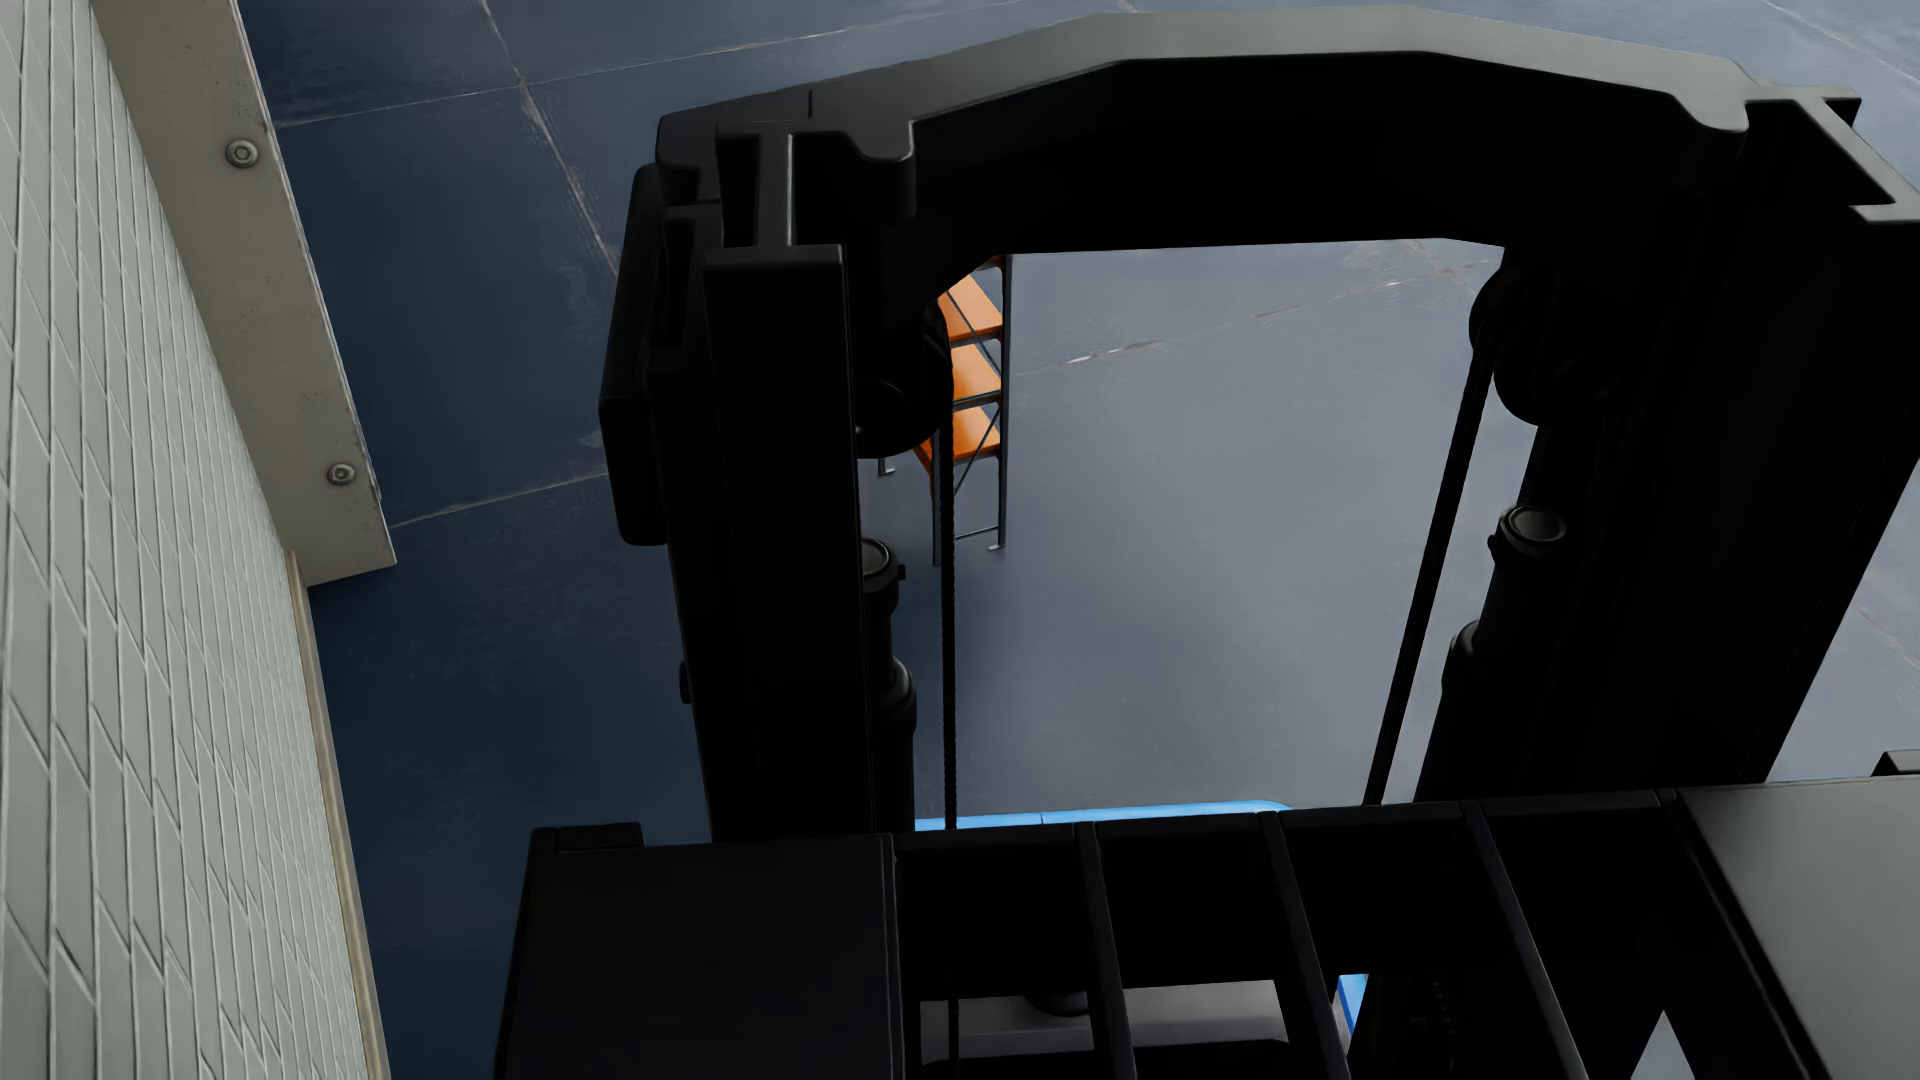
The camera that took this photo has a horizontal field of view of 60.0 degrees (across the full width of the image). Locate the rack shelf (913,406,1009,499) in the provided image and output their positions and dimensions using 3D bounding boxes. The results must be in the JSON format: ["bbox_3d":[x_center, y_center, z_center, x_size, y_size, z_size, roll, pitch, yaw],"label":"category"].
[{"bbox_3d":[-0.063,-0.353,5.148,0.258,0.148,0.480,-15,43,-17],"label":"rack shelf"}]

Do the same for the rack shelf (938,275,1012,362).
[{"bbox_3d":[-0.063,-0.673,4.873,0.258,0.148,0.480,-15,43,-17],"label":"rack shelf"}]

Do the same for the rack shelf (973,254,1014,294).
[{"bbox_3d":[-0.063,-0.853,4.719,0.258,0.148,0.480,-15,43,-17],"label":"rack shelf"}]

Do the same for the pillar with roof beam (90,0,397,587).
[{"bbox_3d":[2.011,-4.492,3.572,9.100,9.000,0.400,-15,43,-17],"label":"pillar with roof beam"}]

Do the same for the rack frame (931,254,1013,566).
[{"bbox_3d":[0.030,-0.408,4.804,0.240,1.200,0.015,-15,43,-17],"label":"rack frame"}]

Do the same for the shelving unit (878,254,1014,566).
[{"bbox_3d":[-0.063,-0.555,4.975,0.258,1.200,0.503,-15,43,-17],"label":"shelving unit"}]

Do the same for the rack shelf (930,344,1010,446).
[{"bbox_3d":[-0.063,-0.504,5.019,0.258,0.148,0.480,-15,43,-17],"label":"rack shelf"}]

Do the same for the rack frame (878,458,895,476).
[{"bbox_3d":[-0.157,-0.702,5.146,0.240,1.200,0.015,-15,43,-17],"label":"rack frame"}]
